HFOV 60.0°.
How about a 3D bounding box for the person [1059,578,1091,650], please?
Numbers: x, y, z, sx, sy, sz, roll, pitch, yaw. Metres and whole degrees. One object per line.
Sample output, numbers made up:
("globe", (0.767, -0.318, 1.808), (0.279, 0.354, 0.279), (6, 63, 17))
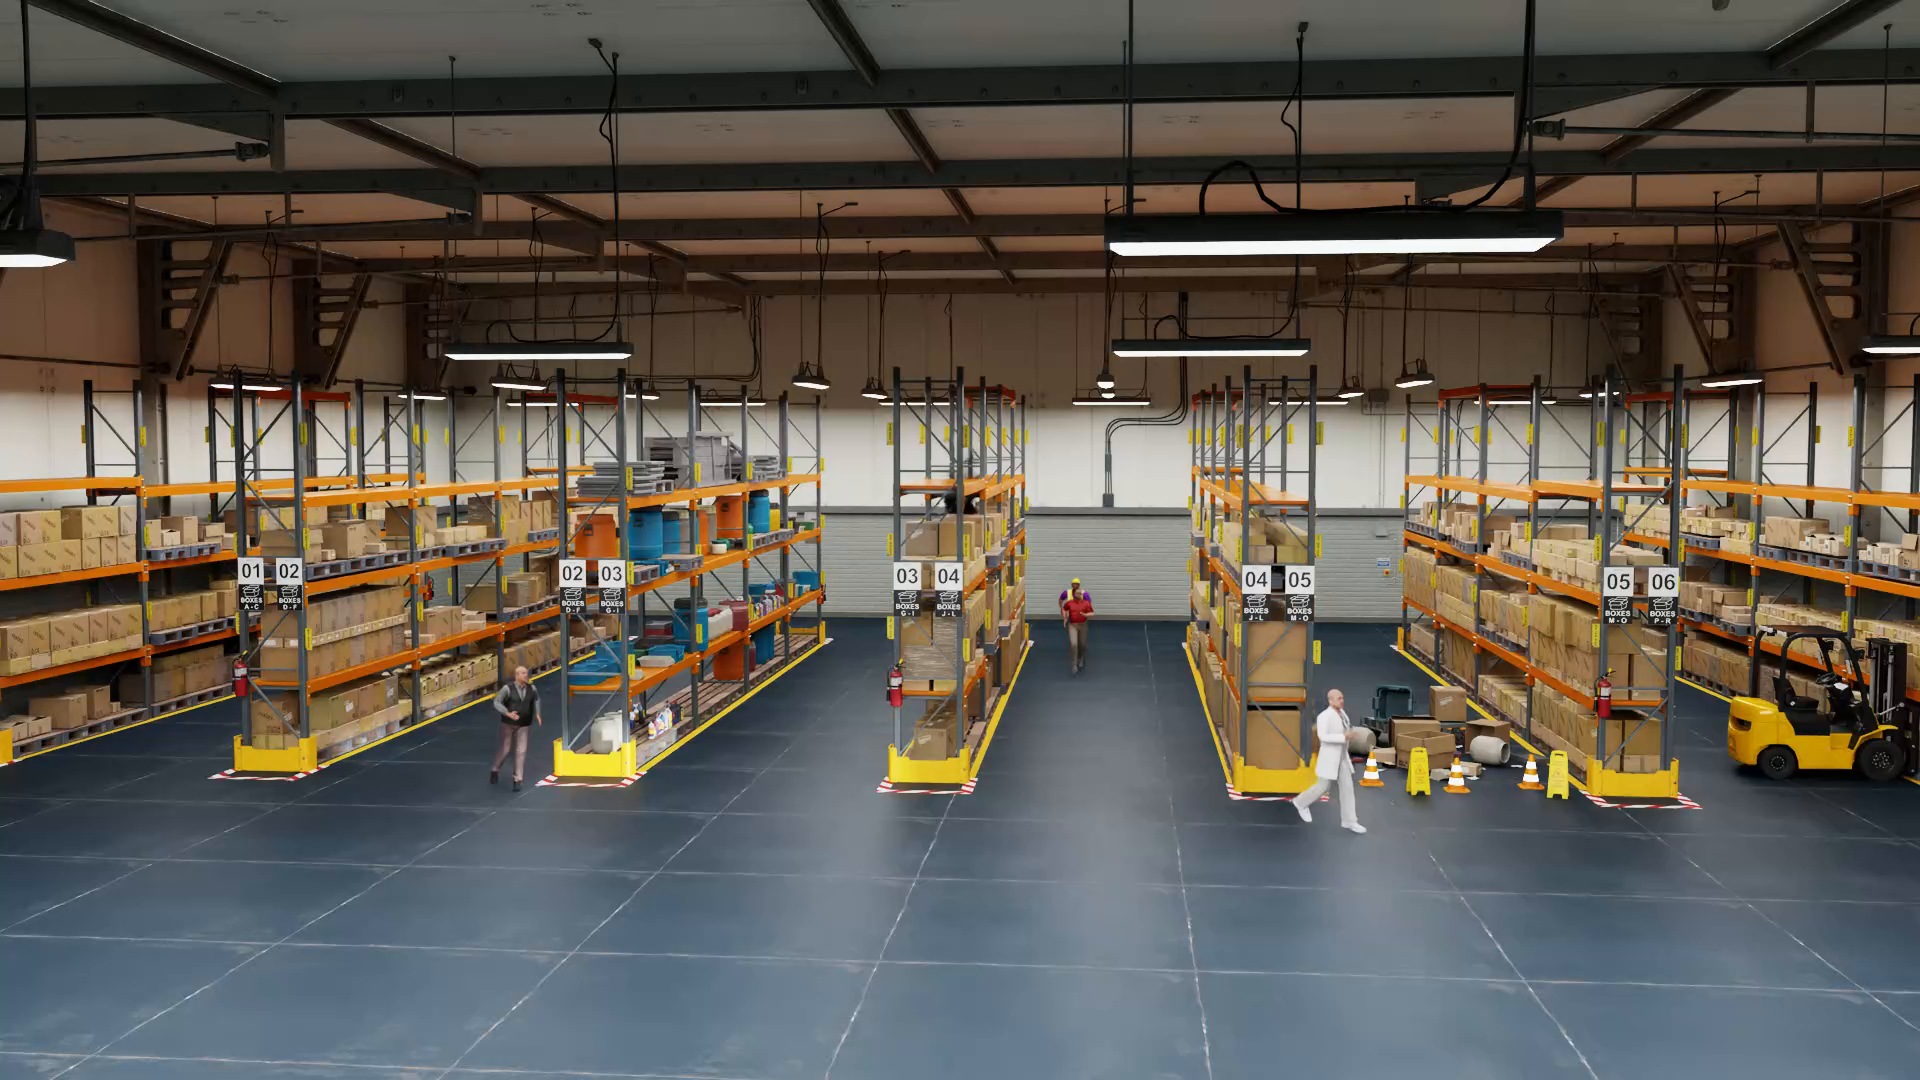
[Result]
("person", (2.631, 1.769, 37.992), (0.721, 1.820, 0.864), (0, 4, 1))

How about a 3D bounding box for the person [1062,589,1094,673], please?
("person", (2.528, 1.916, 35.583), (0.651, 1.756, 0.927), (0, 4, -2))

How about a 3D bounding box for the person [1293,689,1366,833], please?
("person", (4.712, 2.768, 21.115), (0.703, 1.764, 1.059), (-3, 5, -42))

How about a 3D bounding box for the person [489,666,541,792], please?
("person", (-6.294, 2.663, 23.734), (0.723, 1.718, 0.878), (-2, 4, -32))
